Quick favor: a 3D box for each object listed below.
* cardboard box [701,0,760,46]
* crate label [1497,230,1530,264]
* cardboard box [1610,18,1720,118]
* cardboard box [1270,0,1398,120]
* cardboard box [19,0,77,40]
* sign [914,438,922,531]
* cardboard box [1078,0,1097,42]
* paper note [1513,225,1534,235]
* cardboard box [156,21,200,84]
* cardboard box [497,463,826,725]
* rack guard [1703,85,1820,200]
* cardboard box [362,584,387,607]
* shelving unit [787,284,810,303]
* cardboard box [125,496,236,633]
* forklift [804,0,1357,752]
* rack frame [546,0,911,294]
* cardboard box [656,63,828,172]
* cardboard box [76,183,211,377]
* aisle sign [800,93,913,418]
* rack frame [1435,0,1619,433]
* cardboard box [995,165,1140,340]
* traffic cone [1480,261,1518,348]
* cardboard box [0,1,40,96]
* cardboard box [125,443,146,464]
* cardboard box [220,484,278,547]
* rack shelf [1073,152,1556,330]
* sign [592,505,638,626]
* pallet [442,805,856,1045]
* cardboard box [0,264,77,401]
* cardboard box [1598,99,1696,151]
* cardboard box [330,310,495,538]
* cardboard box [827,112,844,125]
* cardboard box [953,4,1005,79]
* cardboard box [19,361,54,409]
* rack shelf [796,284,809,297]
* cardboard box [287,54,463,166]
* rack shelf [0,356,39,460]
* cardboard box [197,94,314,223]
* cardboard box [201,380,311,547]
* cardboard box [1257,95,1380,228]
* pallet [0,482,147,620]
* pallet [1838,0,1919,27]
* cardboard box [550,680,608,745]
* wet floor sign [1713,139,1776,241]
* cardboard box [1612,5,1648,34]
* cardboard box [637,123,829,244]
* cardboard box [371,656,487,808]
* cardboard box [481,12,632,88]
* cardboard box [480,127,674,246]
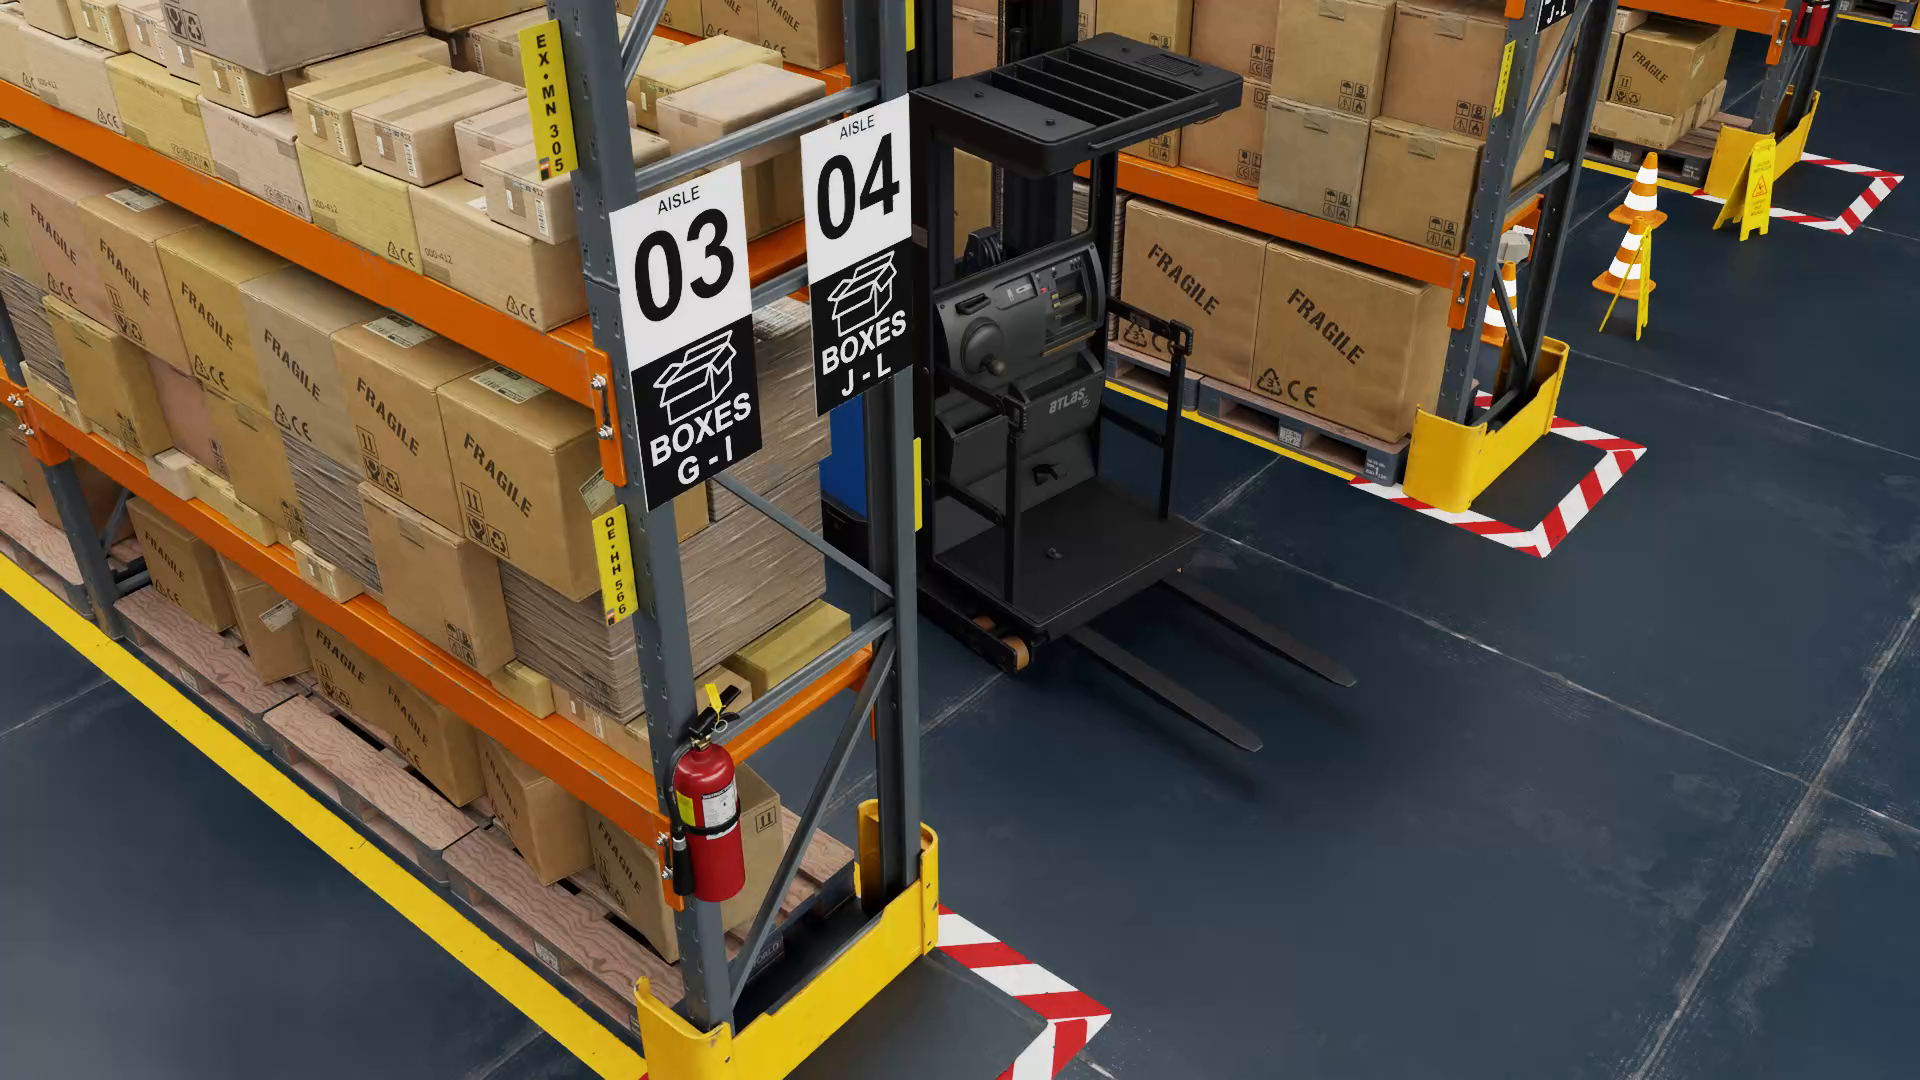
[{"bbox_3d":[-1.283,-3.427,10.502,0.500,0.500,0.500,25,42,31],"label":"cardboard box"},{"bbox_3d":[3.593,-1.938,10.951,0.298,0.136,0.250,6,35,8],"label":"crate label"},{"bbox_3d":[5.059,-3.397,11.942,0.500,0.500,0.500,26,42,32],"label":"cardboard box"},{"bbox_3d":[2.010,-2.499,8.152,0.550,0.550,0.875,25,42,32],"label":"cardboard box"},{"bbox_3d":[-2.713,-1.717,5.232,0.250,0.149,0.380,24,41,31],"label":"cardboard box"},{"bbox_3d":[-0.152,-0.153,5.058,0.005,0.325,0.100,25,42,32],"label":"sign"},{"bbox_3d":[0.763,-3.085,9.005,0.550,0.550,0.875,25,42,32],"label":"cardboard box"},{"bbox_3d":[3.841,-2.124,11.316,0.142,0.019,0.148,12,36,16],"label":"paper note"},{"bbox_3d":[-2.089,-1.458,4.854,0.250,0.149,0.380,23,41,30],"label":"cardboard box"},{"bbox_3d":[-0.905,0.065,5.155,0.500,0.500,0.875,25,42,32],"label":"cardboard box"},{"bbox_3d":[5.783,-2.869,11.986,0.348,0.500,1.175,25,42,32],"label":"rack guard"},{"bbox_3d":[-1.822,0.084,5.699,0.250,0.149,0.380,25,42,32],"label":"cardboard box"},{"bbox_3d":[-0.760,-0.989,8.630,0.258,1.200,0.503,-27,43,-33],"label":"shelving unit"},{"bbox_3d":[-3.292,0.011,7.422,0.500,0.500,0.500,24,41,31],"label":"cardboard box"},{"bbox_3d":[0.414,-0.945,7.037,1.130,2.935,3.031,-27,43,-33],"label":"forklift"},{"bbox_3d":[-0.499,-2.033,3.261,0.127,3.000,1.000,25,42,32],"label":"rack frame"},{"bbox_3d":[-0.563,-1.099,4.332,0.250,0.149,0.380,25,42,32],"label":"cardboard box"},{"bbox_3d":[-2.621,-0.949,5.749,0.500,0.500,0.500,25,42,32],"label":"cardboard box"},{"bbox_3d":[-0.260,-0.740,4.381,0.004,0.787,0.394,25,42,32],"label":"aisle sign"},{"bbox_3d":[2.752,-1.681,8.049,0.127,3.000,1.000,25,42,32],"label":"rack frame"},{"bbox_3d":[0.811,-1.844,9.792,0.875,0.875,0.875,26,42,32],"label":"cardboard box"},{"bbox_3d":[3.252,-1.446,9.946,0.334,0.463,0.336,25,42,32],"label":"traffic cone"},{"bbox_3d":[-2.982,-1.720,5.587,0.500,0.250,0.500,25,42,31],"label":"cardboard box"},{"bbox_3d":[-3.009,-0.435,6.456,0.250,0.149,0.380,25,42,32],"label":"cardboard box"},{"bbox_3d":[-2.439,-0.159,6.054,0.250,0.149,0.380,25,42,32],"label":"cardboard box"},{"bbox_3d":[1.215,-2.109,9.307,4.000,0.370,1.077,25,42,32],"label":"rack shelf"},{"bbox_3d":[-0.870,0.067,4.201,0.005,0.325,0.100,25,42,32],"label":"sign"},{"bbox_3d":[-1.160,1.252,6.240,1.213,0.211,1.003,25,42,32],"label":"pallet"},{"bbox_3d":[-3.267,-0.983,6.680,0.500,0.500,0.875,25,42,32],"label":"cardboard box"},{"bbox_3d":[5.029,-3.096,12.166,0.500,0.250,0.500,25,42,32],"label":"cardboard box"},{"bbox_3d":[-1.468,-0.406,4.958,0.500,0.500,0.500,25,42,32],"label":"cardboard box"},{"bbox_3d":[-0.857,-2.562,10.947,0.750,0.750,1.050,25,42,32],"label":"cardboard box"},{"bbox_3d":[0.406,-2.874,9.653,0.550,0.550,0.875,25,42,32],"label":"cardboard box"},{"bbox_3d":[-3.601,-0.697,6.837,0.250,0.149,0.380,25,42,32],"label":"cardboard box"},{"bbox_3d":[-0.760,-1.313,8.407,0.258,0.148,0.480,-27,43,-33],"label":"rack shelf"},{"bbox_3d":[-1.526,-1.141,4.393,0.250,0.149,0.380,25,42,32],"label":"cardboard box"},{"bbox_3d":[-5.111,-1.437,8.328,4.000,0.370,1.077,25,42,32],"label":"rack shelf"},{"bbox_3d":[-1.806,-1.168,4.783,0.500,0.250,0.500,26,42,33],"label":"cardboard box"},{"bbox_3d":[-2.099,-0.450,5.905,0.500,0.500,0.875,25,42,32],"label":"cardboard box"},{"bbox_3d":[2.001,-2.048,8.449,0.550,0.550,0.875,25,42,32],"label":"cardboard box"},{"bbox_3d":[-4.173,-0.141,8.268,1.213,0.211,1.003,25,42,32],"label":"pallet"},{"bbox_3d":[8.400,-5.142,15.551,1.213,0.211,1.003,25,42,32],"label":"pallet"},{"bbox_3d":[-1.042,0.439,5.183,0.250,0.149,0.380,25,42,32],"label":"cardboard box"},{"bbox_3d":[5.303,-2.367,11.126,0.267,0.644,0.232,-18,38,-25],"label":"wet floor sign"},{"bbox_3d":[4.734,-3.768,11.910,0.250,0.149,0.380,27,43,33],"label":"cardboard box"},{"bbox_3d":[-0.704,-1.022,4.571,0.500,0.250,0.500,27,43,33],"label":"cardboard box"},{"bbox_3d":[-1.919,0.627,6.524,0.500,0.500,0.500,-29,44,-36],"label":"cardboard box"},{"bbox_3d":[-1.137,-1.403,4.774,0.250,0.149,0.380,27,43,34],"label":"cardboard box"},{"bbox_3d":[-0.912,-0.864,3.989,0.250,0.149,0.380,25,42,32],"label":"cardboard box"}]
